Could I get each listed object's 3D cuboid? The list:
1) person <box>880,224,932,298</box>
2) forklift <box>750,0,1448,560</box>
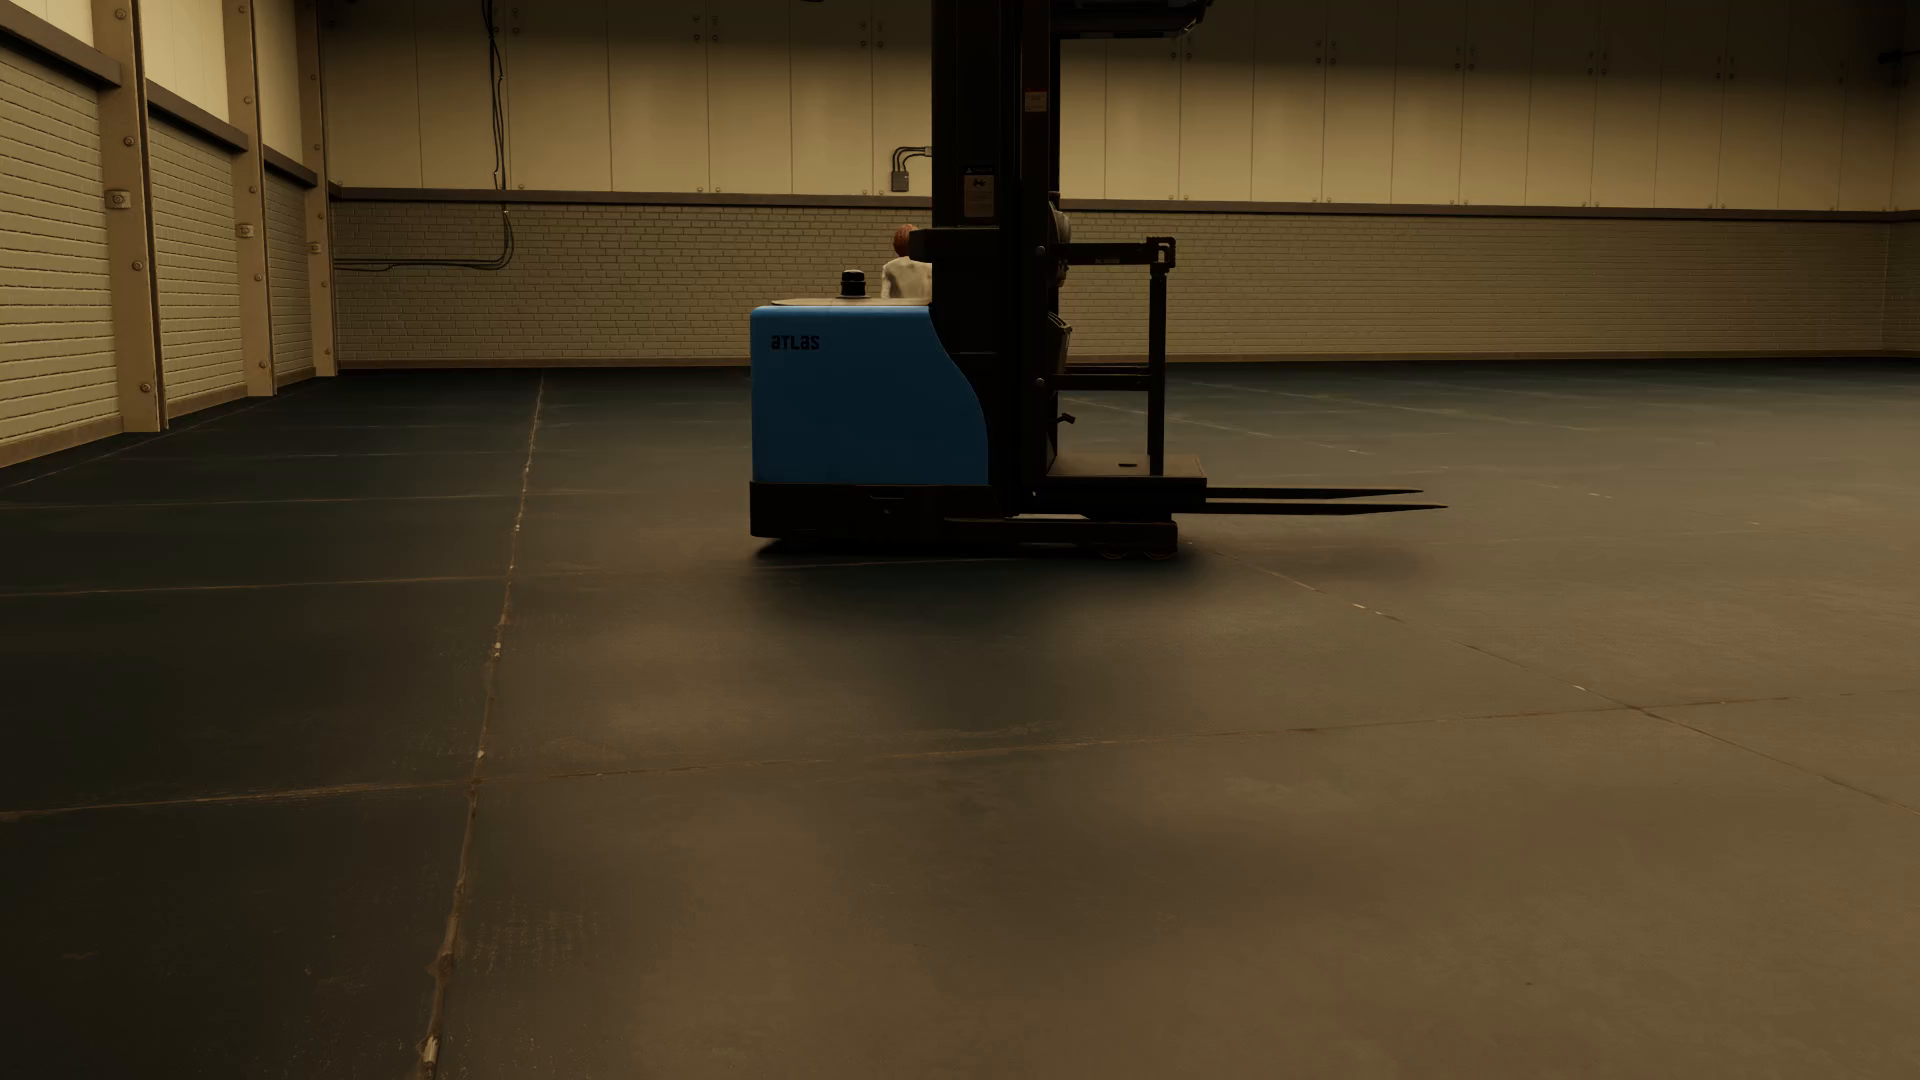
[{"bbox_3d":[-0.300,-1.214,10.642,0.482,1.591,0.347,-1,8,-7],"label":"person"},{"bbox_3d":[0.623,-1.443,7.442,3.031,2.935,1.130,1,8,6],"label":"forklift"}]
